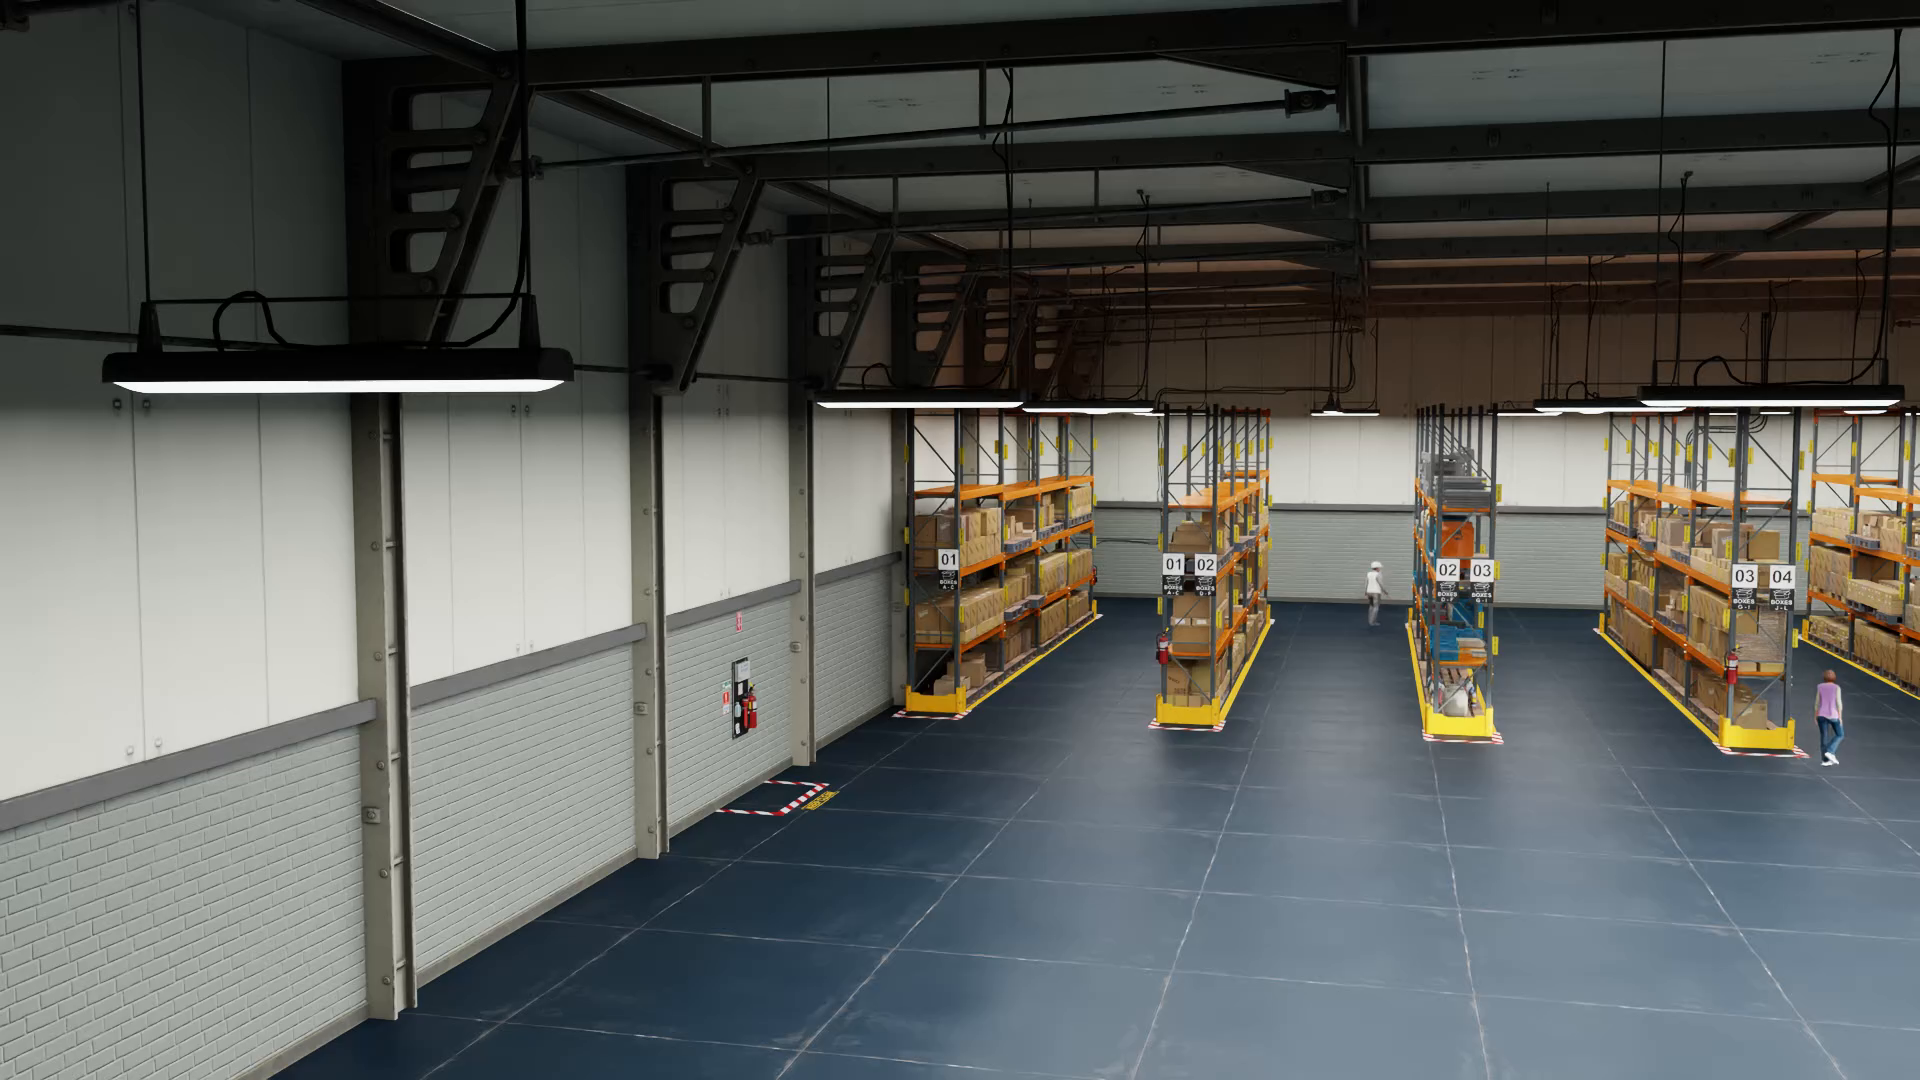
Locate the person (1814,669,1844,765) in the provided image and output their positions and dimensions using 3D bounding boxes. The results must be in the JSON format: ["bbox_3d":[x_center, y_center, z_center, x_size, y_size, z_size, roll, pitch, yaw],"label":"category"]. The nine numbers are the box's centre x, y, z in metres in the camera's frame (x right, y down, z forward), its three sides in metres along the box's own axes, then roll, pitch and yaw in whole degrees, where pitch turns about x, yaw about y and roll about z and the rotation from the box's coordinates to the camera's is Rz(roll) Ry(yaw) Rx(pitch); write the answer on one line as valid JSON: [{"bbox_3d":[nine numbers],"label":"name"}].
[{"bbox_3d":[14.292,2.931,27.402,0.436,1.597,0.441,4,6,44],"label":"person"}]

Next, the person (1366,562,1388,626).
[{"bbox_3d":[11.539,1.483,46.266,0.510,1.768,0.658,-2,5,-29],"label":"person"}]

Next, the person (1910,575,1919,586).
[{"bbox_3d":[24.867,1.737,43.516,0.634,1.669,0.520,2,5,24],"label":"person"}]
